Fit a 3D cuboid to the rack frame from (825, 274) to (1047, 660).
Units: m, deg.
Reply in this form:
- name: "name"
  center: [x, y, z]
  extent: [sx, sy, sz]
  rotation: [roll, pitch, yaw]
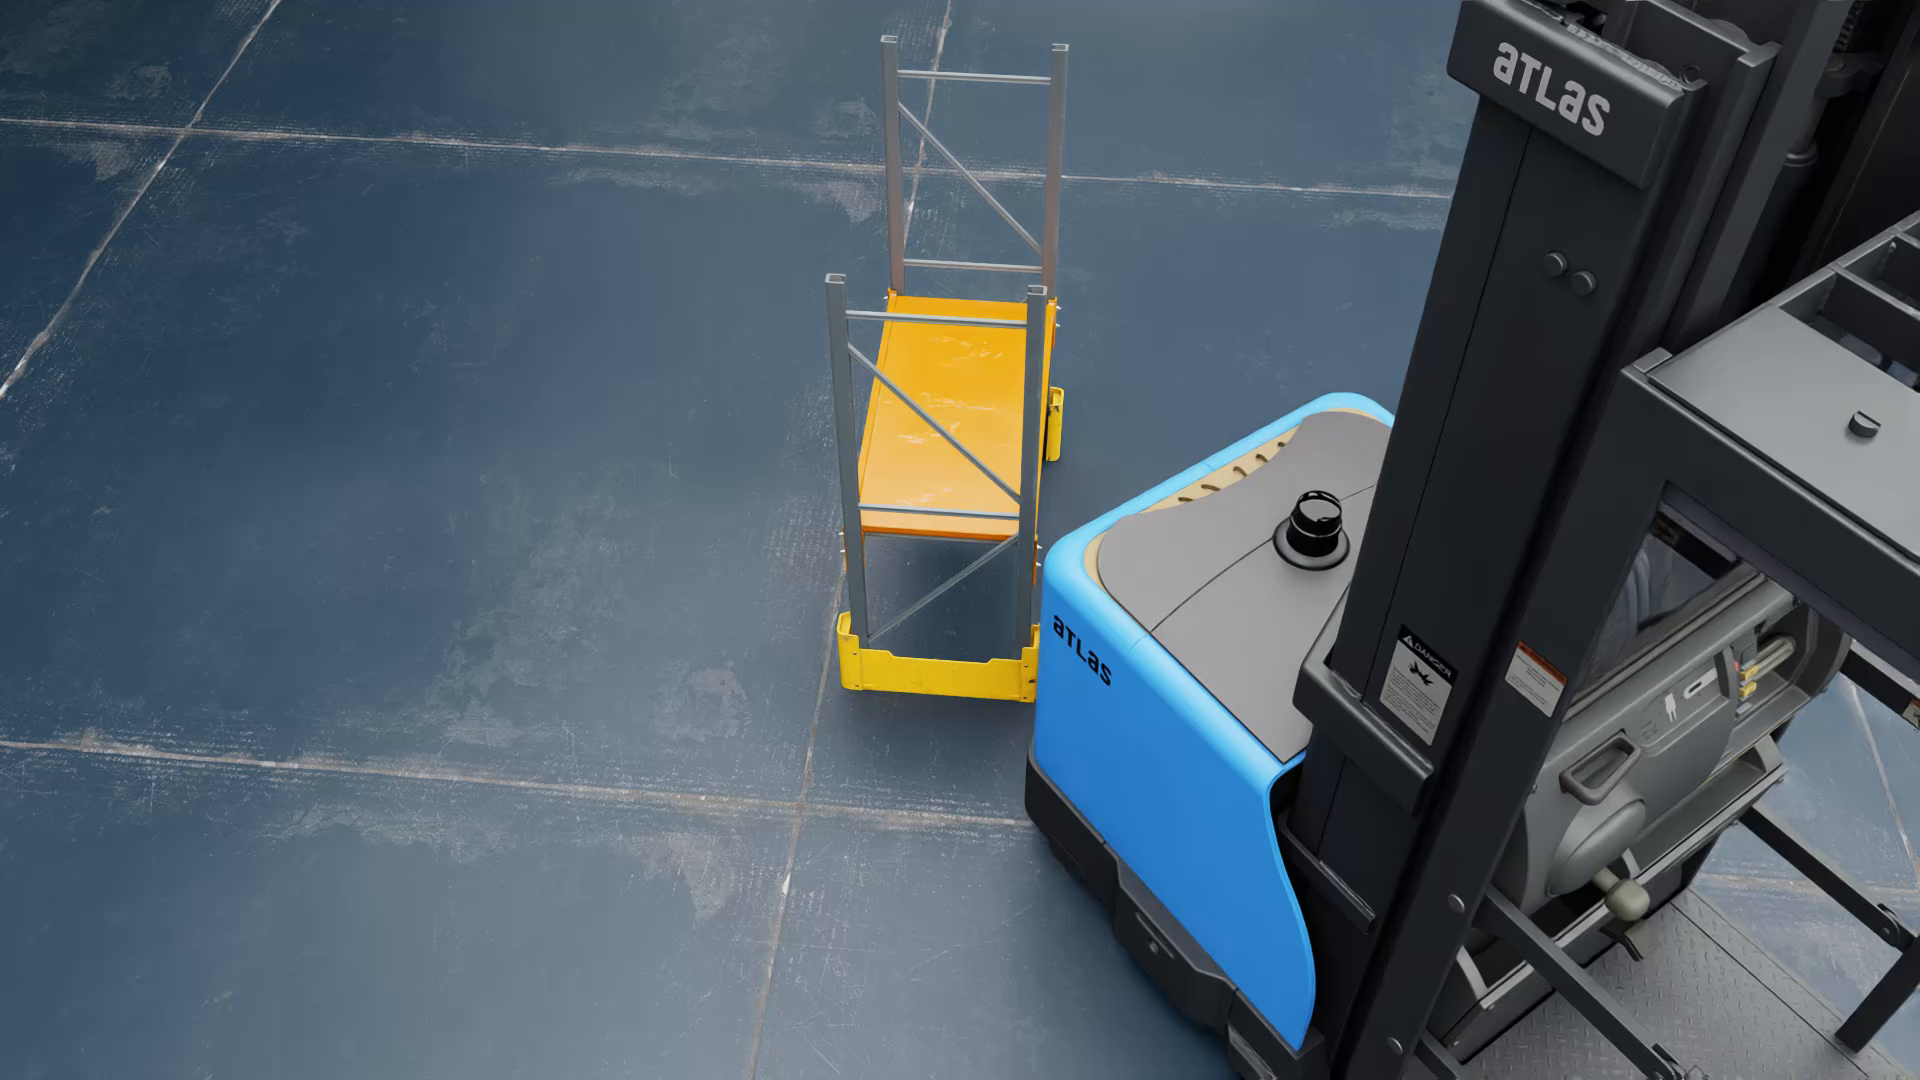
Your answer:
- name: "rack frame"
  center: [-0.054, -0.070, 4.298]
  extent: [0.500, 1.500, 0.032]
  rotation: [4, 48, 4]

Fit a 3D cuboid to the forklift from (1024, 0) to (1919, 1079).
- name: "forklift"
  center: [1.441, 0.432, 2.869]
  extent: [1.130, 2.935, 3.031]
  rotation: [-28, 53, -23]

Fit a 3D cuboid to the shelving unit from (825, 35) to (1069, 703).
- name: "shelving unit"
  center: [-0.007, -0.450, 4.645]
  extent: [0.587, 1.500, 1.083]
  rotation: [4, 48, 4]

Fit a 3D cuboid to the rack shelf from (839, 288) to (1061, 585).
- name: "rack shelf"
  center: [-0.008, -0.322, 4.772]
  extent: [0.538, 0.185, 1.000]
  rotation: [4, 48, 4]

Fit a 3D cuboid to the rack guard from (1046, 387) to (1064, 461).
- name: "rack guard"
  center: [0.038, -0.394, 5.441]
  extent: [0.587, 0.250, 0.087]
  rotation: [4, 48, 4]

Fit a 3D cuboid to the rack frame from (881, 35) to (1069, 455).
- name: "rack frame"
  center: [0.039, -0.817, 4.981]
  extent: [0.500, 1.500, 0.032]
  rotation: [4, 48, 4]

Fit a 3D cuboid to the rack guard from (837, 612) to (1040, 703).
- name: "rack guard"
  center: [-0.052, 0.338, 4.772]
  extent: [0.587, 0.250, 0.087]
  rotation: [4, 48, 4]
